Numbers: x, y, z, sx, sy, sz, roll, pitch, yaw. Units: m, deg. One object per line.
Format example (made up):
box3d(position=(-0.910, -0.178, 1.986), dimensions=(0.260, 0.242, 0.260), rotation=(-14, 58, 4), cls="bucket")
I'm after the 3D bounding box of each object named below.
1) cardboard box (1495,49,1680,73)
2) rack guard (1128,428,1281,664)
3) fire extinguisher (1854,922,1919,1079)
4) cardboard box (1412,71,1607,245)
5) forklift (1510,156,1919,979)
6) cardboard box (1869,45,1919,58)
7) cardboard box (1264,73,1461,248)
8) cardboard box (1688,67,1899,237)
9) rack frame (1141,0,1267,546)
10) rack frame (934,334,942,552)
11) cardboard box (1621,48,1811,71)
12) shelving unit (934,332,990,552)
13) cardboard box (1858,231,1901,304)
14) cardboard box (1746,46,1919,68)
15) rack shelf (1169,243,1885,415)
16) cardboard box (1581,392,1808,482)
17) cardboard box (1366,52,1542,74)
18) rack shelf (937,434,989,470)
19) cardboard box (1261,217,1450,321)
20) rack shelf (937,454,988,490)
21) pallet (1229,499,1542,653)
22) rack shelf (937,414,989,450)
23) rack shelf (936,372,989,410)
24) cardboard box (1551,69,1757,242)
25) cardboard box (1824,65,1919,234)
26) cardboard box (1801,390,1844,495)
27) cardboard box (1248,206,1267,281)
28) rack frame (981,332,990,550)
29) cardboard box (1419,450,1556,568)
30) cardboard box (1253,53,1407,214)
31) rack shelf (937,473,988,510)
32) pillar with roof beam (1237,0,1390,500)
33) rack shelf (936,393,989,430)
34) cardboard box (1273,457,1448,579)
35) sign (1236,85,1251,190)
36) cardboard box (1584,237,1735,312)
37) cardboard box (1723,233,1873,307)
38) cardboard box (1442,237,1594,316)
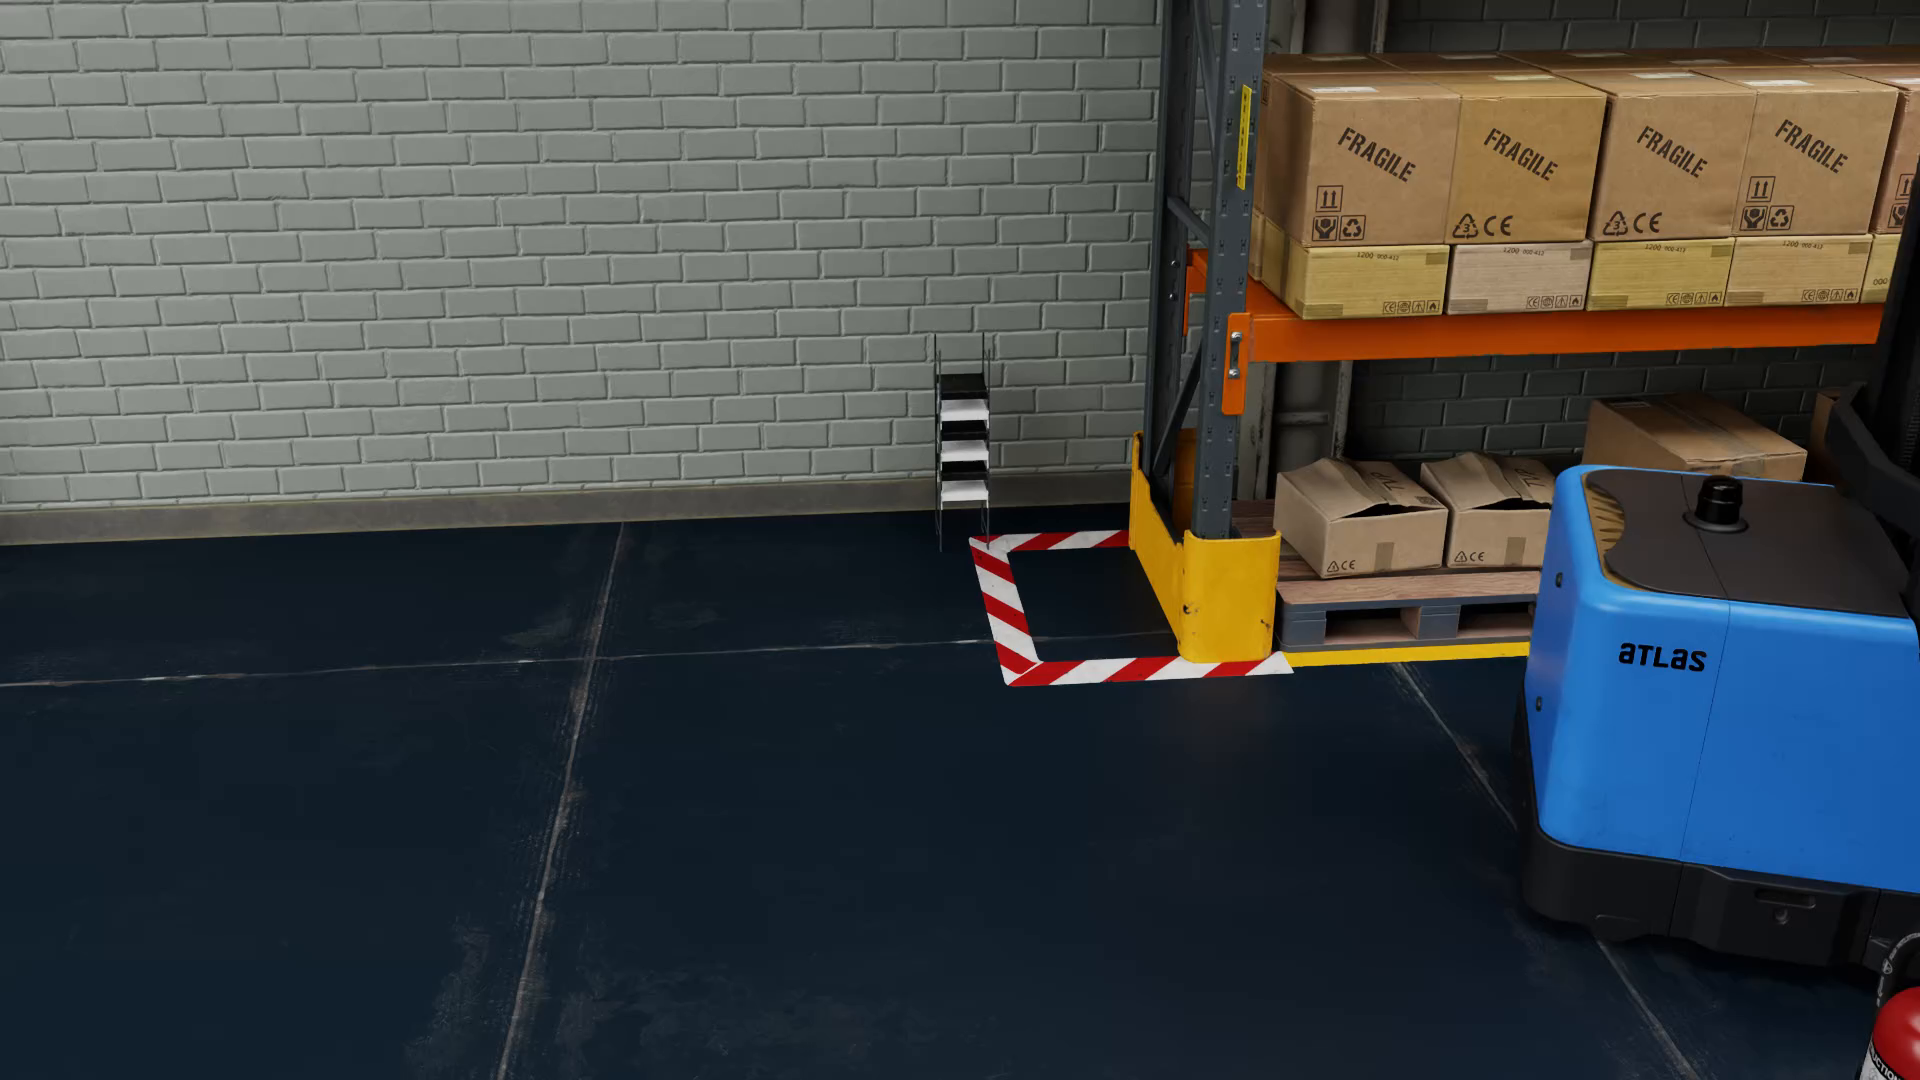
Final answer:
box3d(position=(2.343, -1.573, 6.334), dimensions=(0.500, 0.500, 0.500), rotation=(-3, 24, -7), cls="cardboard box")
box3d(position=(0.954, -0.008, 6.652), dimensions=(0.348, 0.500, 1.175), rotation=(-2, 24, -5), cls="rack guard")
box3d(position=(1.206, 0.707, 2.060), dimensions=(0.183, 0.674, 0.296), rotation=(-2, 24, -5), cls="fire extinguisher")
box3d(position=(1.876, -1.344, 5.816), dimensions=(0.500, 0.500, 0.500), rotation=(-2, 24, -5), cls="cardboard box")
box3d(position=(3.190, -0.267, 4.242), dimensions=(3.031, 2.935, 1.130), rotation=(6, 25, 13), cls="forklift")
box3d(position=(3.856, -1.636, 6.475), dimensions=(0.500, 0.500, 0.500), rotation=(-2, 24, -5), cls="cardboard box")
box3d(position=(1.383, -1.328, 5.781), dimensions=(0.500, 0.500, 0.500), rotation=(-2, 24, -5), cls="cardboard box")
box3d(position=(2.903, -1.387, 5.914), dimensions=(0.500, 0.500, 0.500), rotation=(-2, 24, -3), cls="cardboard box")
box3d(position=(0.878, -1.147, 6.137), dimensions=(0.127, 3.000, 1.000), rotation=(-2, 24, -5), cls="rack frame")
box3d(position=(-0.093, -0.407, 7.059), dimensions=(0.006, 0.900, 0.240), rotation=(-2, 24, -5), cls="rack frame")
box3d(position=(2.844, -1.594, 6.379), dimensions=(0.500, 0.500, 0.500), rotation=(-2, 24, -4), cls="cardboard box")
box3d(position=(0.008, -0.412, 7.068), dimensions=(0.210, 0.900, 0.258), rotation=(-2, 24, -5), cls="shelving unit")
box3d(position=(3.422, -1.063, 6.108), dimensions=(0.500, 0.250, 0.500), rotation=(-2, 24, -5), cls="cardboard box")
box3d(position=(3.359, -1.619, 6.436), dimensions=(0.500, 0.500, 0.500), rotation=(-2, 24, -4), cls="cardboard box")
box3d(position=(2.869, -0.898, 6.463), dimensions=(4.000, 0.370, 1.077), rotation=(-2, 24, -5), cls="rack shelf")
box3d(position=(2.878, -0.229, 6.608), dimensions=(0.500, 0.500, 0.700), rotation=(-4, 24, -8), cls="cardboard box")
box3d(position=(1.828, -1.551, 6.283), dimensions=(0.500, 0.500, 0.500), rotation=(-2, 24, -4), cls="cardboard box")
box3d(position=(0.008, -0.381, 7.081), dimensions=(0.200, 0.077, 0.258), rotation=(-2, 24, -5), cls="rack shelf")
box3d(position=(1.395, -0.979, 5.919), dimensions=(0.500, 0.250, 0.500), rotation=(-3, 24, -7), cls="cardboard box")
box3d(position=(0.008, -0.299, 7.118), dimensions=(0.200, 0.077, 0.258), rotation=(-2, 24, -5), cls="rack shelf")
box3d(position=(1.766, 0.106, 6.751), dimensions=(1.213, 0.211, 1.003), rotation=(-2, 24, -5), cls="pallet")
box3d(position=(0.008, -0.463, 7.045), dimensions=(0.200, 0.077, 0.258), rotation=(-2, 24, -5), cls="rack shelf")
box3d(position=(0.008, -0.628, 6.972), dimensions=(0.200, 0.077, 0.258), rotation=(-2, 24, -5), cls="rack shelf")
box3d(position=(2.391, -1.362, 5.857), dimensions=(0.500, 0.500, 0.500), rotation=(-3, 24, -7), cls="cardboard box")
box3d(position=(3.421, -1.408, 5.962), dimensions=(0.500, 0.500, 0.500), rotation=(-3, 24, -7), cls="cardboard box")
box3d(position=(3.830, -0.308, 6.785), dimensions=(0.500, 0.500, 0.500), rotation=(-4, 24, -9), cls="cardboard box")
box3d(position=(1.325, -1.185, 6.382), dimensions=(0.500, 0.250, 0.500), rotation=(-2, 24, -4), cls="cardboard box")
box3d(position=(0.109, -0.416, 7.077), dimensions=(0.006, 0.900, 0.240), rotation=(-2, 24, -5), cls="rack frame")
box3d(position=(2.143, -0.133, 6.626), dimensions=(0.500, 0.311, 0.500), rotation=(0, 24, -1), cls="cardboard box")
box3d(position=(1.327, -1.535, 6.247), dimensions=(0.500, 0.500, 0.500), rotation=(-3, 24, -6), cls="cardboard box")
box3d(position=(0.008, -0.217, 7.155), dimensions=(0.200, 0.077, 0.258), rotation=(-2, 24, -5), cls="rack shelf")
box3d(position=(1.913, -2.526, 1.854), dimensions=(0.400, 9.000, 9.100), rotation=(-2, 24, -5), cls="pillar with roof beam")
box3d(position=(0.008, -0.546, 7.008), dimensions=(0.200, 0.077, 0.258), rotation=(-2, 24, -5), cls="rack shelf")
box3d(position=(1.576, -0.111, 6.574), dimensions=(0.500, 0.311, 0.500), rotation=(-5, 24, -11), cls="cardboard box")
box3d(position=(0.932, -1.323, 5.468), dimensions=(0.005, 0.325, 0.100), rotation=(-2, 24, -5), cls="sign")
box3d(position=(2.418, -1.023, 6.019), dimensions=(0.500, 0.250, 0.500), rotation=(-3, 24, -6), cls="cardboard box")
box3d(position=(2.921, -1.042, 6.062), dimensions=(0.500, 0.250, 0.500), rotation=(-2, 24, -5), cls="cardboard box")
box3d(position=(1.911, -1.005, 5.979), dimensions=(0.500, 0.250, 0.500), rotation=(-3, 24, -7), cls="cardboard box")
